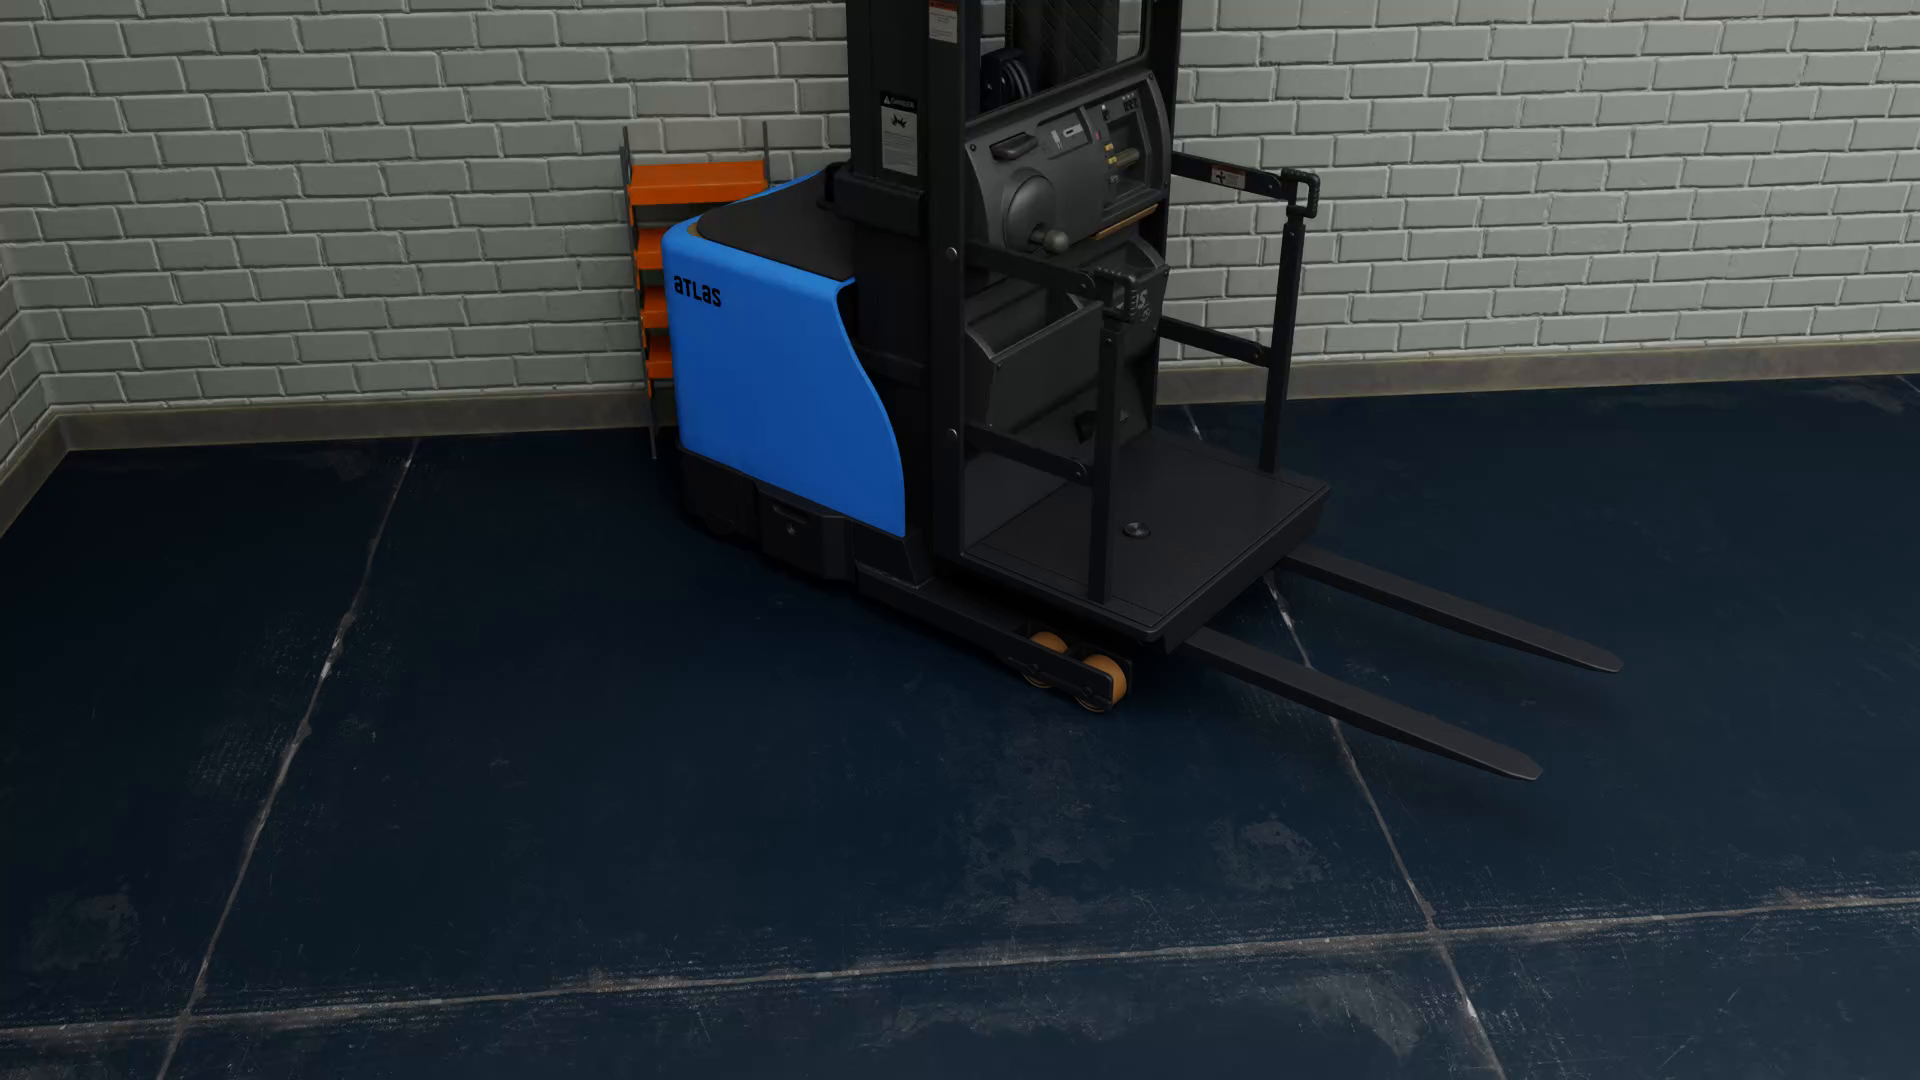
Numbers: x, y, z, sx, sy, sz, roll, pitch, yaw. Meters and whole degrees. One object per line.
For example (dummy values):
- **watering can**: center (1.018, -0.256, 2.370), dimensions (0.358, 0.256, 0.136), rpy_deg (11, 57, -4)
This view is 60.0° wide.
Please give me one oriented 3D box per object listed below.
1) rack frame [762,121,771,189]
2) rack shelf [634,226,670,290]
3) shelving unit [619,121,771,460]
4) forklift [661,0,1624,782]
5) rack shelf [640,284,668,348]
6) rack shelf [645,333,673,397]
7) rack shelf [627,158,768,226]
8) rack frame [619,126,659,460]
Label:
- **rack frame**: center (-0.679, -0.910, 6.103), dimensions (0.015, 1.200, 0.240), rpy_deg (-4, 31, -6)
- **rack shelf**: center (-0.921, -1.029, 5.997), dimensions (0.480, 0.148, 0.258), rpy_deg (-4, 31, -6)
- **shelving unit**: center (-0.921, -0.894, 6.077), dimensions (0.503, 1.200, 0.258), rpy_deg (-4, 31, -6)
- **forklift**: center (0.493, -1.060, 4.667), dimensions (3.031, 2.935, 1.130), rpy_deg (22, 37, 32)
- **rack shelf**: center (-0.921, -0.837, 6.112), dimensions (0.480, 0.148, 0.258), rpy_deg (-4, 31, -6)
- **rack shelf**: center (-0.921, -0.666, 6.214), dimensions (0.480, 0.148, 0.258), rpy_deg (-4, 31, -6)
- **rack shelf**: center (-0.921, -1.232, 5.876), dimensions (0.480, 0.148, 0.258), rpy_deg (-4, 31, -6)
- **rack frame**: center (-1.164, -0.879, 6.052), dimensions (0.015, 1.200, 0.240), rpy_deg (-4, 31, -6)
